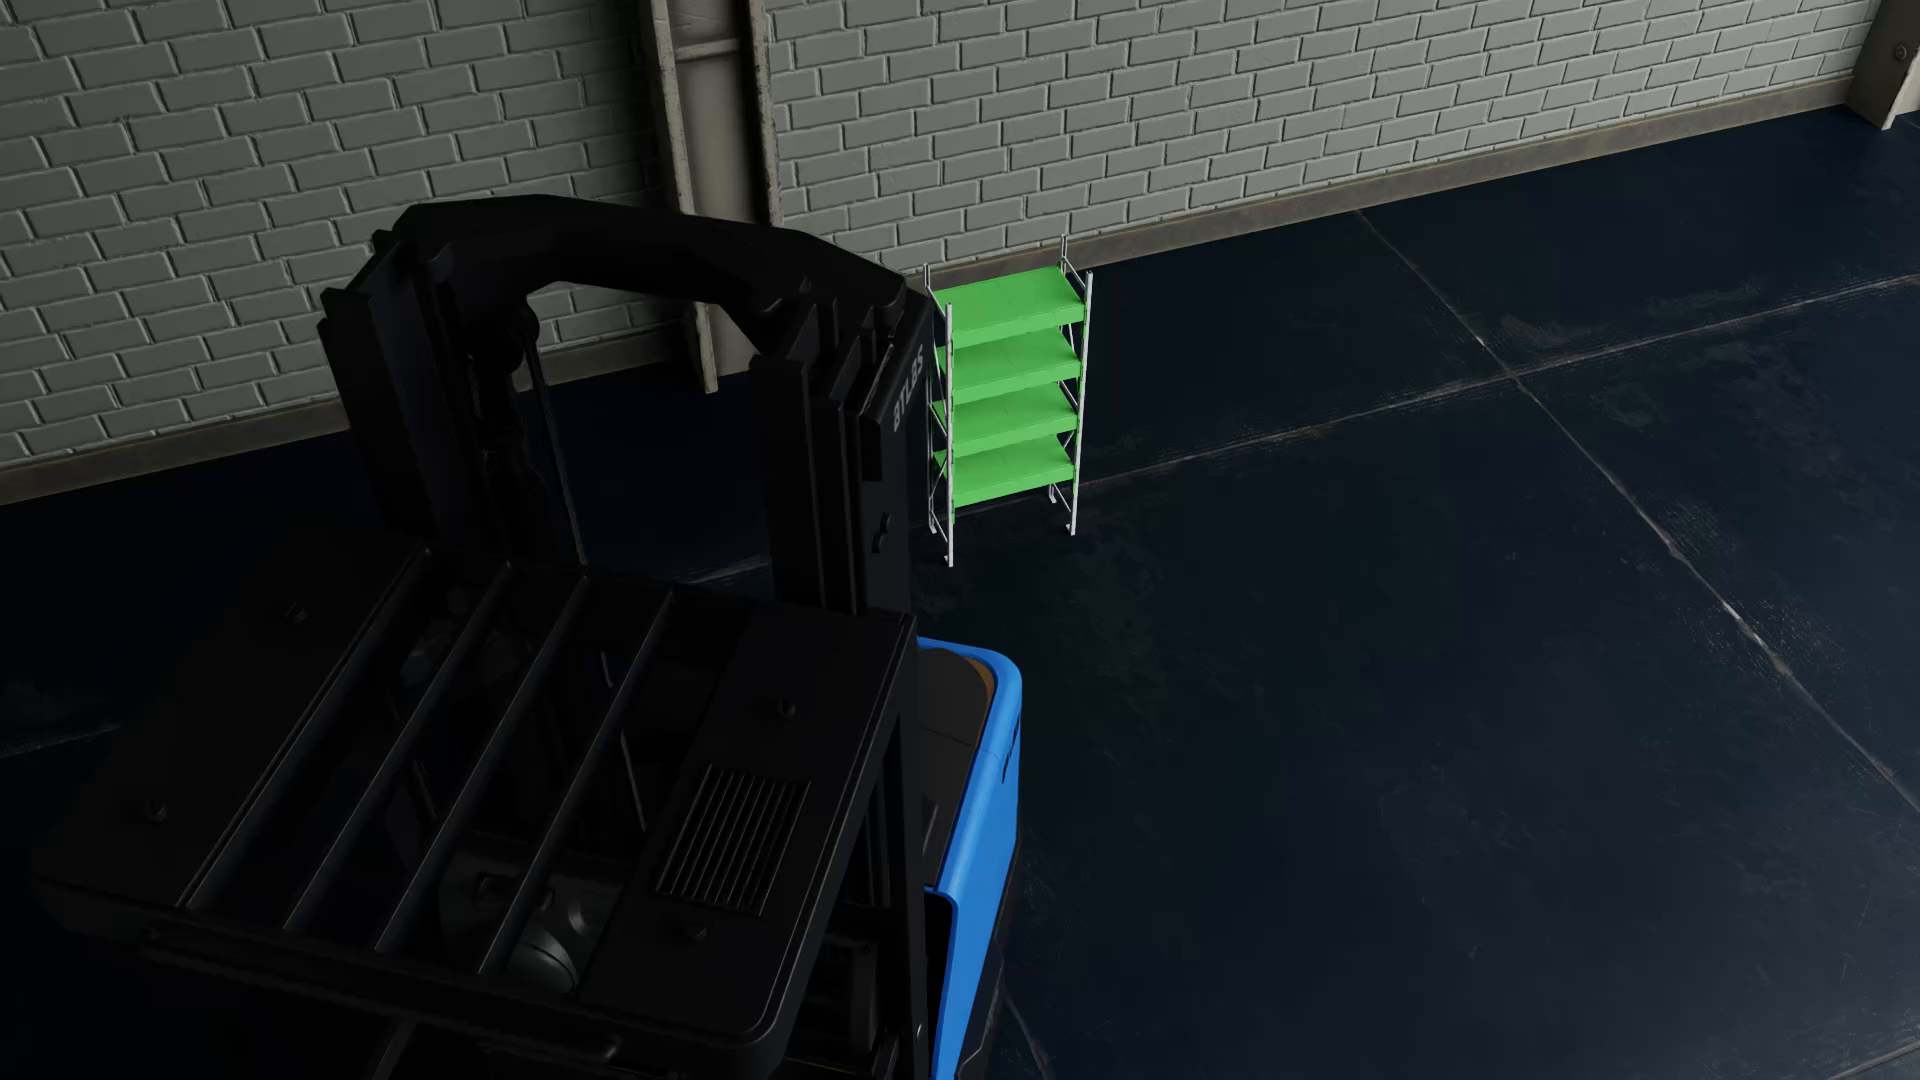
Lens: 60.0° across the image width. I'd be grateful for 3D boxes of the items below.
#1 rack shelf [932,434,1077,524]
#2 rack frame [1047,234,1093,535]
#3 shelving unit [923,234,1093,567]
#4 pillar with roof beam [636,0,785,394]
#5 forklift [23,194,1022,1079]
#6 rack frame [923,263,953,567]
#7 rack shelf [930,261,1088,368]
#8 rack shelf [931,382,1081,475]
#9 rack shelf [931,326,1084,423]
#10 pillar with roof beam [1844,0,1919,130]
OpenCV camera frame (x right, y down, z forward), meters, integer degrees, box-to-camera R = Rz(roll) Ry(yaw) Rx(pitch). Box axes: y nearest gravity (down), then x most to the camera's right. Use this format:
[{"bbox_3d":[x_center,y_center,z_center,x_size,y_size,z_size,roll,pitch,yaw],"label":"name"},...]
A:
[{"bbox_3d":[0.156,-0.249,6.080,0.480,0.148,0.258,-14,47,-14],"label":"rack shelf"},{"bbox_3d":[0.385,-0.522,5.923,0.015,1.200,0.240,-14,47,-14],"label":"rack frame"},{"bbox_3d":[0.156,-0.463,5.865,0.503,1.200,0.258,-14,47,-14],"label":"shelving unit"},{"bbox_3d":[0.545,-1.060,0.953,0.400,9.000,9.100,-14,47,-14],"label":"pillar with roof beam"},{"bbox_3d":[-0.666,0.962,3.221,1.130,2.935,3.031,10,46,10],"label":"forklift"},{"bbox_3d":[-0.074,-0.405,5.806,0.015,1.200,0.240,-14,47,-14],"label":"rack frame"},{"bbox_3d":[0.156,-0.757,5.570,0.480,0.148,0.258,-14,47,-14],"label":"rack shelf"},{"bbox_3d":[0.156,-0.418,5.910,0.480,0.148,0.258,-14,47,-14],"label":"rack shelf"},{"bbox_3d":[0.156,-0.588,5.740,0.480,0.148,0.258,-14,47,-14],"label":"rack shelf"},{"bbox_3d":[6.188,-2.503,2.391,0.400,9.000,9.100,-14,47,-14],"label":"pillar with roof beam"}]
